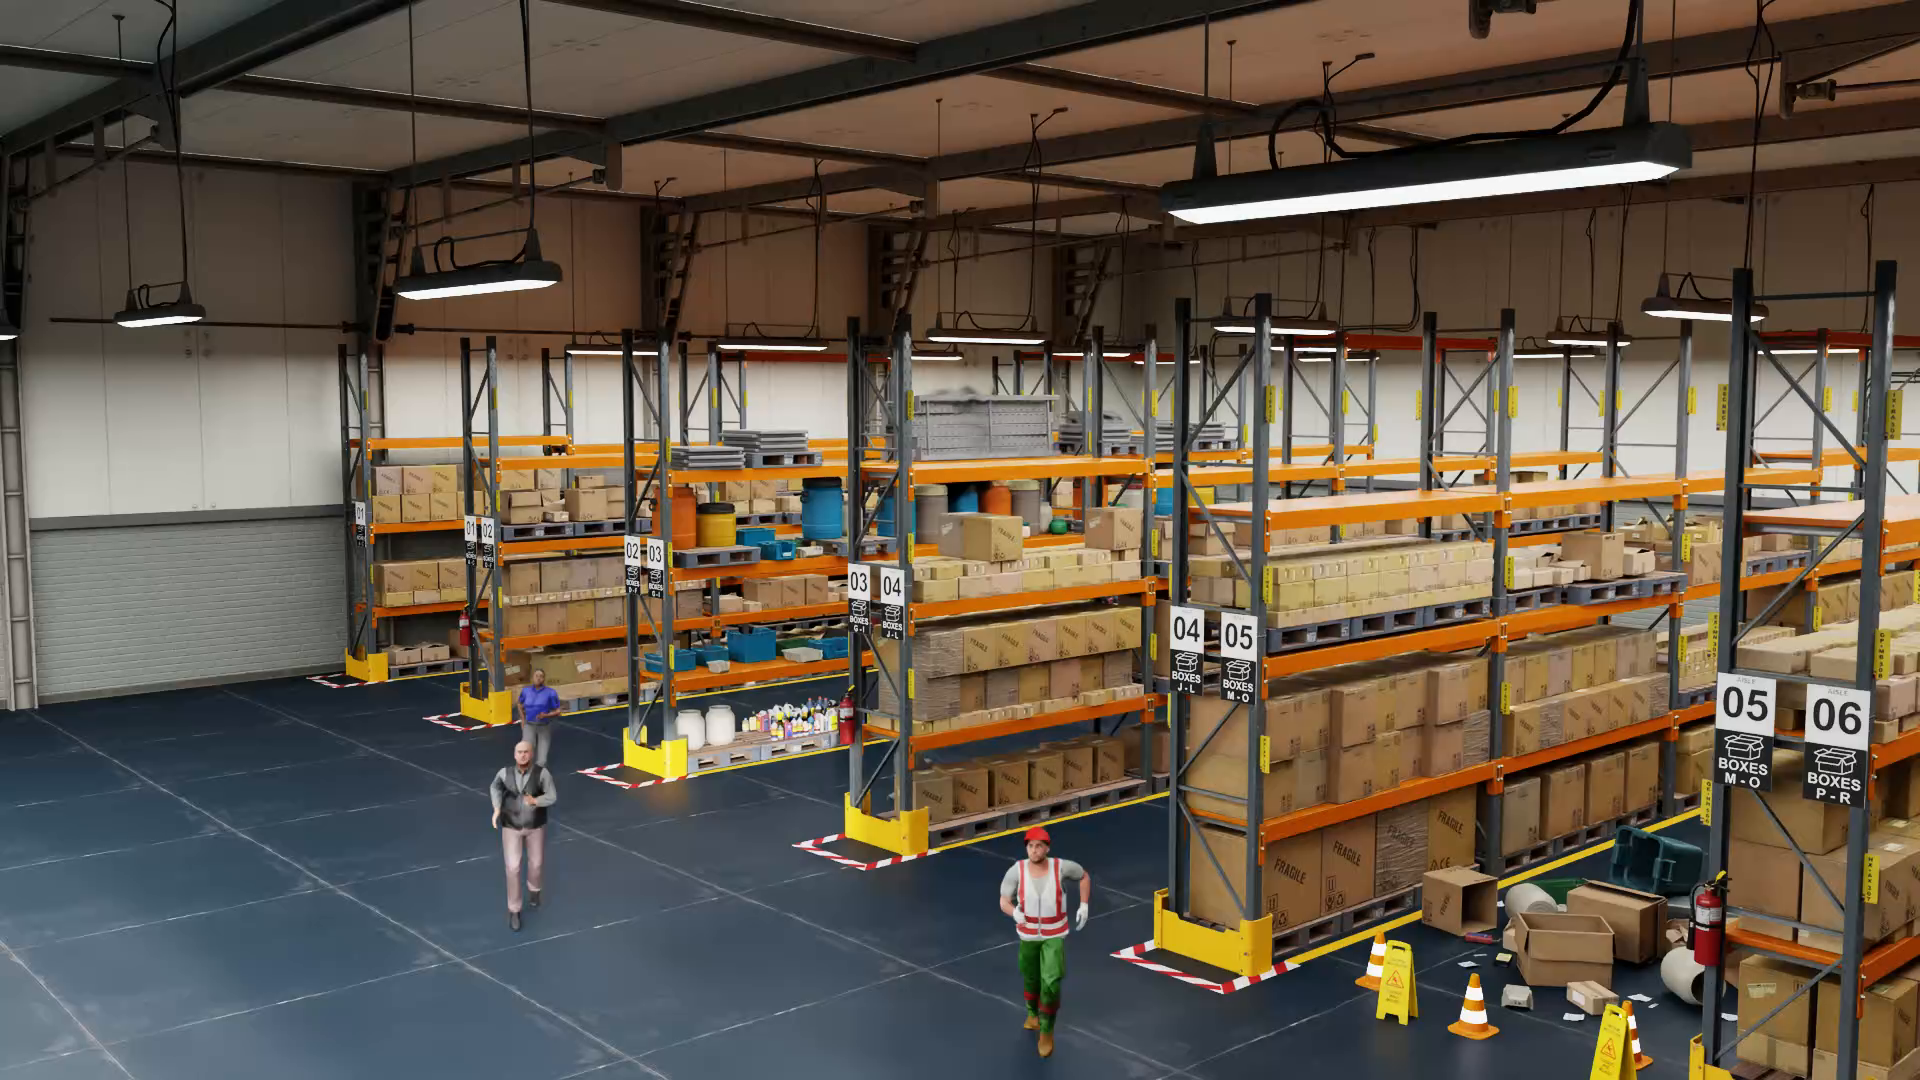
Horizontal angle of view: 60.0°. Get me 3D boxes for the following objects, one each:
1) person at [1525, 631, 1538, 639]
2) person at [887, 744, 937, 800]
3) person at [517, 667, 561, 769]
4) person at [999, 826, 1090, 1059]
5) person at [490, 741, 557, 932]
[{"bbox_3d":[8.474,2.153,24.753,0.603,1.596,0.571,5,7,44],"label":"person"},{"bbox_3d":[-0.596,2.429,21.154,0.852,1.671,0.587,-5,7,-44],"label":"person"},{"bbox_3d":[-5.340,2.509,21.107,0.561,1.626,0.689,-1,5,-10],"label":"person"},{"bbox_3d":[0.655,3.109,12.997,0.676,1.792,0.891,1,5,12],"label":"person"},{"bbox_3d":[-4.259,2.843,16.255,0.633,1.771,0.825,-1,5,-14],"label":"person"}]
